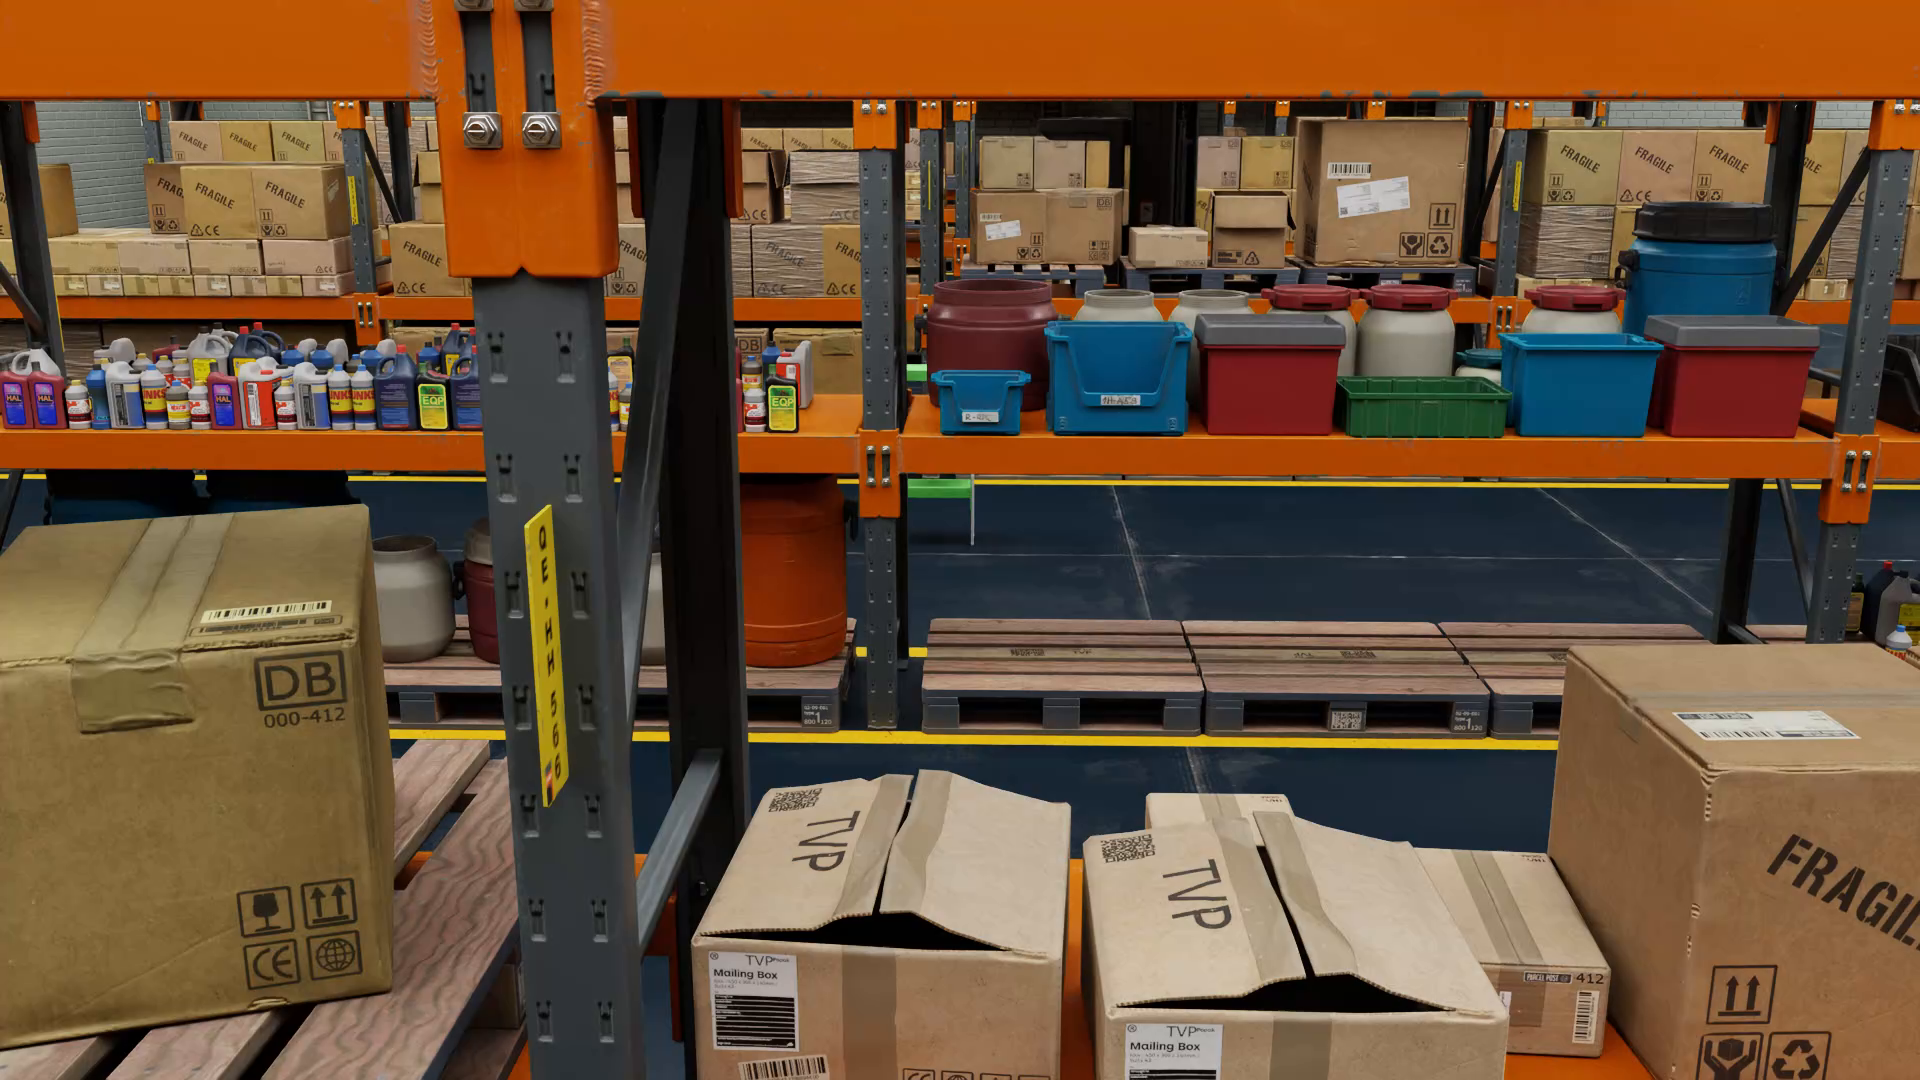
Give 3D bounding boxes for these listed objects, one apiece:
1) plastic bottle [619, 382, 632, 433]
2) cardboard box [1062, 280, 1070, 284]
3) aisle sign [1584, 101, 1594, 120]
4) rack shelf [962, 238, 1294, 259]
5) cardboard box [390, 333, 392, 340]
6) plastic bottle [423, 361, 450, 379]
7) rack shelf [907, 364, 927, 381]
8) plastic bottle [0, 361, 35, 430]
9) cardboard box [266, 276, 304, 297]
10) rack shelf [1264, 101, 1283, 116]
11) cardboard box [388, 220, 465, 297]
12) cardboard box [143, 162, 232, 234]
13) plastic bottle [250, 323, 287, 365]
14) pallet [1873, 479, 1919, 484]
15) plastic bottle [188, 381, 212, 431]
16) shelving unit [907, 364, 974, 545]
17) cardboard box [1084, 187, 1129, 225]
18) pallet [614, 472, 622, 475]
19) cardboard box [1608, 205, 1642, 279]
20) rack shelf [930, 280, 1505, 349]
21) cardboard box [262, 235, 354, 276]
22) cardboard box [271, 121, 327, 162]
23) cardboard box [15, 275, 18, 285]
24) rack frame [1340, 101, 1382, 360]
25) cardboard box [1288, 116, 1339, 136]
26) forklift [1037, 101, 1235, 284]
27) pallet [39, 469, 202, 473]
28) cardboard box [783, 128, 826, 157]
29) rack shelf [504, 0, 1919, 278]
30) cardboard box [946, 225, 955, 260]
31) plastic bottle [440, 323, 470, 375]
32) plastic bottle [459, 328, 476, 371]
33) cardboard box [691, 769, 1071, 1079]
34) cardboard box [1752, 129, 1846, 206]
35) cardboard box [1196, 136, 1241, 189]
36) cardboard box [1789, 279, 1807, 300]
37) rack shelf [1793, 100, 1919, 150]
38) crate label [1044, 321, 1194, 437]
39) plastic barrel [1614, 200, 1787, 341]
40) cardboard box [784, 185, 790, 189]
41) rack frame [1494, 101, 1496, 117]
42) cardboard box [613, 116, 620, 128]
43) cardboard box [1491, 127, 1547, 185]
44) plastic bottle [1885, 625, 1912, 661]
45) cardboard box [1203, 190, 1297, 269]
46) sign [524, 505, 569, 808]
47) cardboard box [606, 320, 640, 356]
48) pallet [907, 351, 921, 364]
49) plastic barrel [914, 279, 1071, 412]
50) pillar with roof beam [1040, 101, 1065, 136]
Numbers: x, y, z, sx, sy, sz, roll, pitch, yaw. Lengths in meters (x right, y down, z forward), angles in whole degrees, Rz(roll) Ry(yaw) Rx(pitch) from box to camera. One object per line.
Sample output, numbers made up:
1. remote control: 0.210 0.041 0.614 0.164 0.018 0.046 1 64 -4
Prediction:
1. plastic bottle: -1.377 -0.557 6.962 0.097 0.201 0.097 0 15 0
2. cardboard box: 1.357 -3.465 21.920 0.625 0.372 0.950 0 15 0
3. aisle sign: 8.122 -5.825 21.441 0.004 0.787 0.394 0 15 1
4. rack shelf: 2.029 -2.917 16.928 4.000 0.370 1.077 0 15 1
5. cardboard box: -5.664 -2.070 17.071 0.250 0.149 0.380 1 15 2
6. plastic bottle: -2.199 -0.613 7.013 0.133 0.283 0.061 0 15 1
7. rack shelf: -0.165 -0.984 10.085 0.480 0.148 0.258 0 15 1
8. plastic bottle: -3.968 -0.609 6.998 0.133 0.283 0.061 0 15 1
9. cardboard box: -4.768 -1.839 11.921 0.250 0.149 0.380 1 15 3
10. rack shelf: 2.054 -5.631 21.332 4.000 0.370 1.077 0 15 1
11. cardboard box: -3.743 -2.022 11.926 0.500 0.500 0.500 0 15 2
12. cardboard box: -5.681 -2.550 12.365 0.500 0.500 0.500 0 15 0
13. plastic bottle: -3.211 -0.829 7.700 0.185 0.351 0.144 0 15 1
14. pallet: 6.912 -0.628 12.308 1.213 0.211 1.003 0 15 1
15. plastic bottle: -3.195 -0.569 7.007 0.097 0.201 0.097 0 15 0
16. shelving unit: -0.165 -0.581 10.191 0.503 1.200 0.258 0 15 1
17. cardboard box: 1.484 -3.249 16.578 0.500 0.500 0.500 0 15 1
18. pallet: -2.201 -0.699 12.574 1.213 0.211 1.003 0 15 1
19. cardboard box: 4.748 -2.149 11.827 0.500 0.500 0.875 0 15 1
20. rack shelf: 1.801 -1.653 12.136 4.000 0.370 1.077 0 15 1
21. cardboard box: -4.645 -2.047 11.931 0.500 0.250 0.500 0 15 0
22. cardboard box: -6.502 -3.925 16.596 0.500 0.500 0.500 0 15 0
23. cardboard box: -6.564 -1.850 11.966 0.250 0.149 0.380 0 15 1
24. rack frame: 4.028 -3.252 16.786 0.127 3.000 1.000 0 15 1
25. cardboard box: 4.488 -5.133 21.175 0.500 0.500 0.700 0 15 1
26. forklift: 1.266 -2.639 14.596 3.031 2.935 1.130 6 16 22
27. pallet: -6.178 -0.724 12.670 1.213 0.211 1.003 0 15 1
28. cardboard box: -1.984 -5.021 21.335 0.500 0.500 0.500 0 15 1
29. rack shelf: 1.544 -0.577 2.178 4.000 0.370 1.077 0 15 1
30. cardboard box: -0.250 -4.749 26.538 0.500 0.500 0.500 1 15 3
31. plastic bottle: -2.295 -0.823 7.677 0.185 0.351 0.144 0 15 1
32. plastic bottle: -2.164 -0.784 7.527 0.185 0.351 0.144 0 15 1
33. cardboard box: -0.092 0.569 2.478 0.500 0.311 0.500 1 15 5
34. cardboard box: 5.744 -2.589 11.534 0.500 0.500 0.500 0 15 1
35. cardboard box: 2.512 -3.792 16.676 0.500 0.500 0.700 0 15 2
36. cardboard box: 5.759 -1.792 11.744 0.250 0.149 0.380 0 15 1
37. rack shelf: 5.673 -1.814 6.867 4.000 0.370 1.077 0 15 1
38. crate label: 0.662 -0.693 7.015 0.616 0.435 0.502 0 15 1
39. plastic barrel: 3.296 -1.047 7.446 0.708 0.901 0.600 0 15 1
40. cardboard box: -1.765 -3.543 16.391 0.250 0.149 0.380 1 15 4
41. rack frame: 8.175 -5.755 26.273 0.127 3.000 1.000 0 15 1
42. cardboard box: -4.521 -5.363 21.360 0.250 0.149 0.380 1 15 3
43. cardboard box: 5.485 -3.823 16.540 0.550 0.550 0.875 0 15 1
44. plastic bottle: 3.981 0.496 7.067 0.097 0.271 0.097 0 15 0
45. cardboard box: 2.065 -2.229 11.881 0.637 0.503 0.797 2 15 7
46. sign: -0.459 0.129 1.856 0.005 0.325 0.100 0 15 1
47. cardboard box: -2.663 -1.211 12.392 0.875 0.875 1.225 0 15 -1
48. pallet: -0.752 -1.935 17.262 1.213 0.211 1.003 0 15 1
49. plastic barrel: 0.147 -0.891 7.570 0.708 0.536 0.600 0 15 1
50. pillar with roof beam: 1.394 -7.831 22.383 0.400 9.000 9.100 0 15 1
